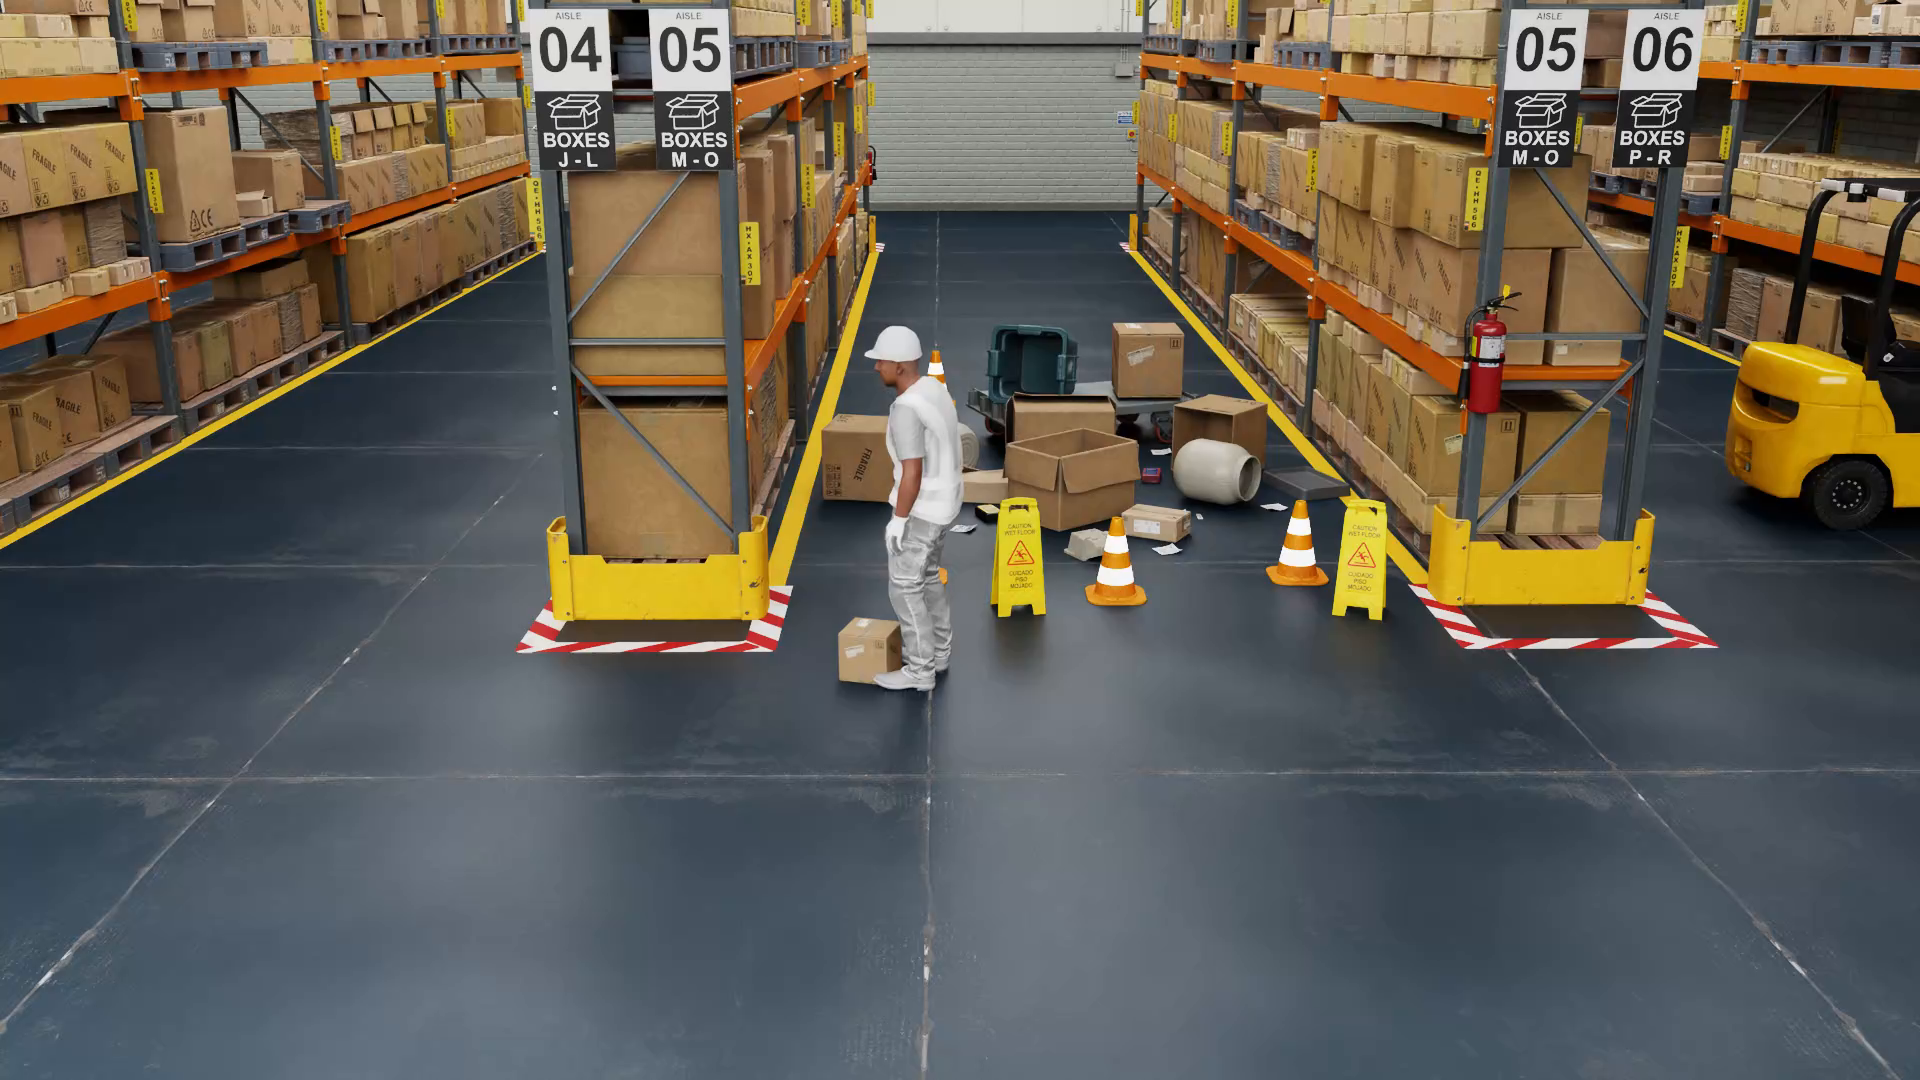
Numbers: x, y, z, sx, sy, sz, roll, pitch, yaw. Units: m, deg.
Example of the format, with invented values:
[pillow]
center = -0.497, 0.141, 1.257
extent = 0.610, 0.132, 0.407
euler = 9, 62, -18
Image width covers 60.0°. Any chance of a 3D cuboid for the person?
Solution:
[person]
center = -0.220, -0.152, 8.027
extent = 0.450, 1.773, 0.623
euler = 4, 17, 13
